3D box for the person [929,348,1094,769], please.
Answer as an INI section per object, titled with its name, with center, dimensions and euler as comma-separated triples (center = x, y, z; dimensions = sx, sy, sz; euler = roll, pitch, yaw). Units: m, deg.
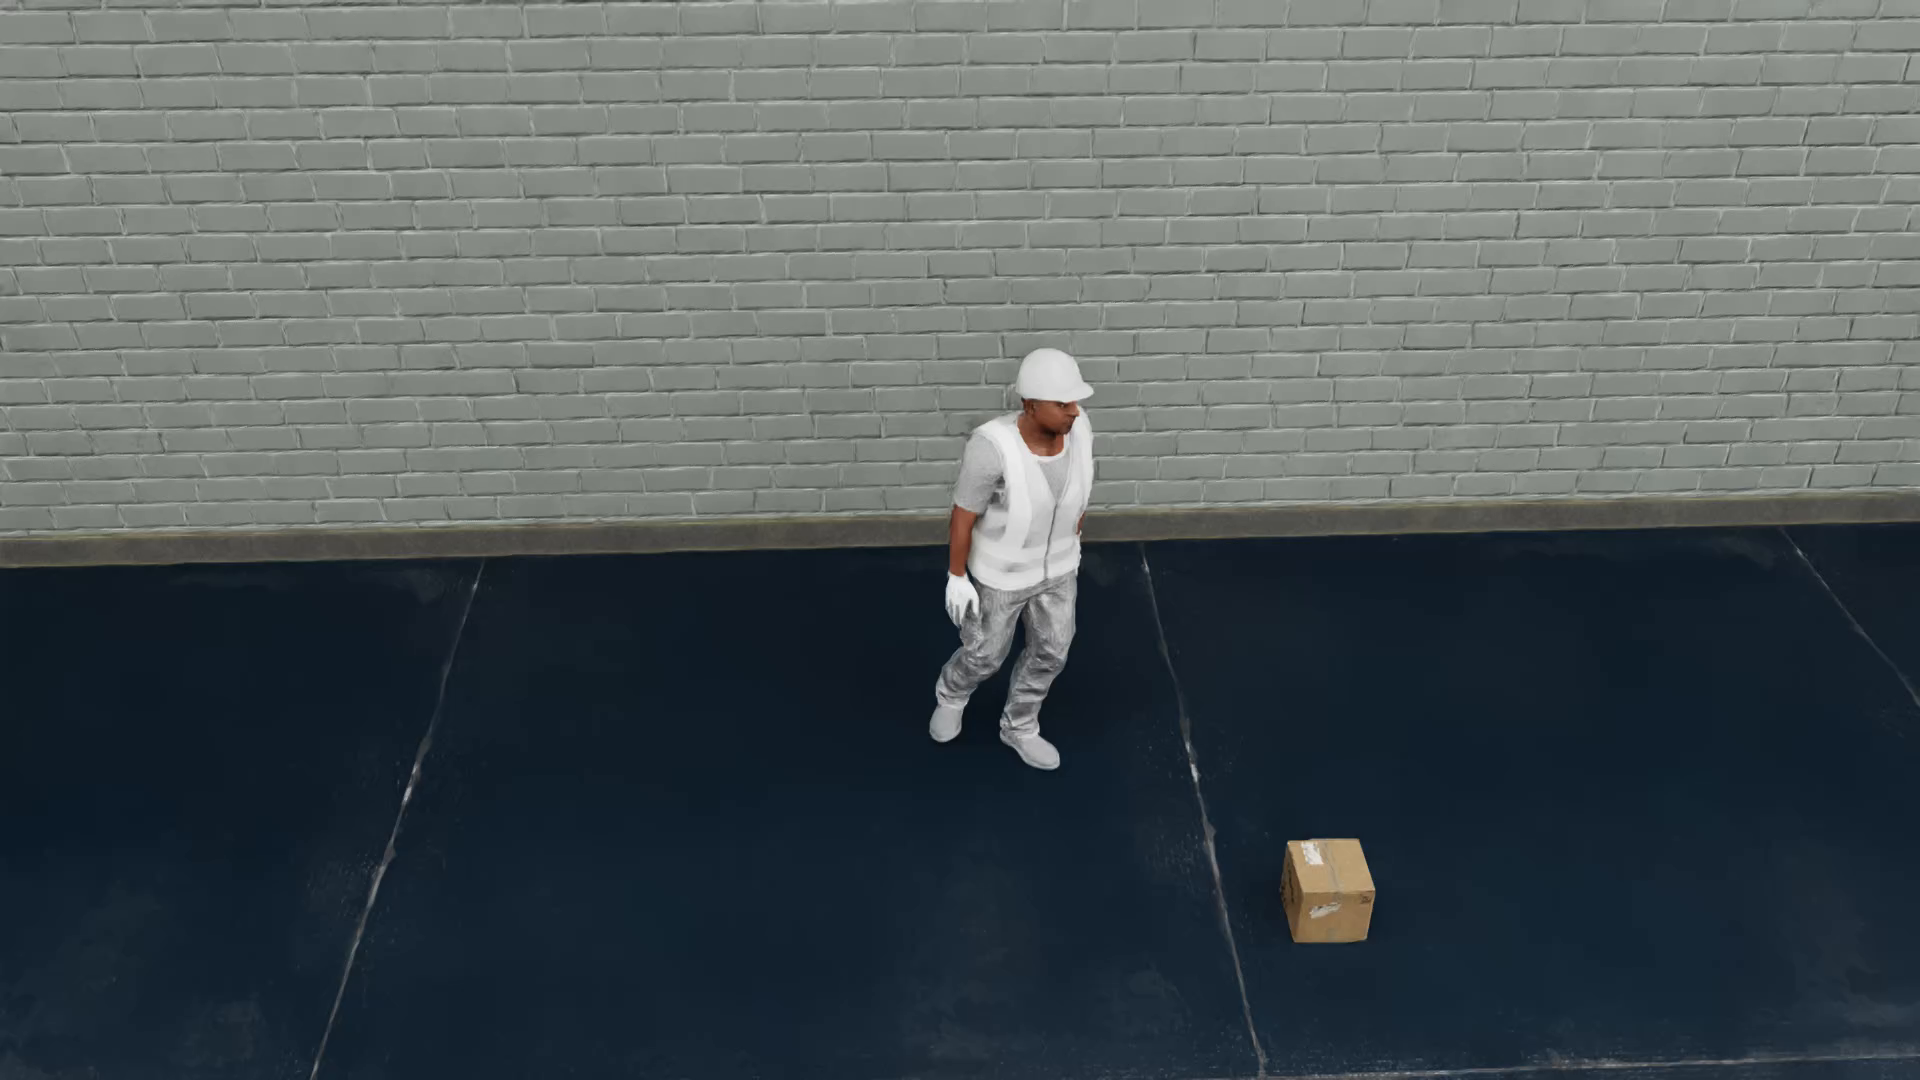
[person]
center = 0.181, 0.059, 6.046
dimensions = 0.623, 1.765, 0.573
euler = -19, 39, -25
